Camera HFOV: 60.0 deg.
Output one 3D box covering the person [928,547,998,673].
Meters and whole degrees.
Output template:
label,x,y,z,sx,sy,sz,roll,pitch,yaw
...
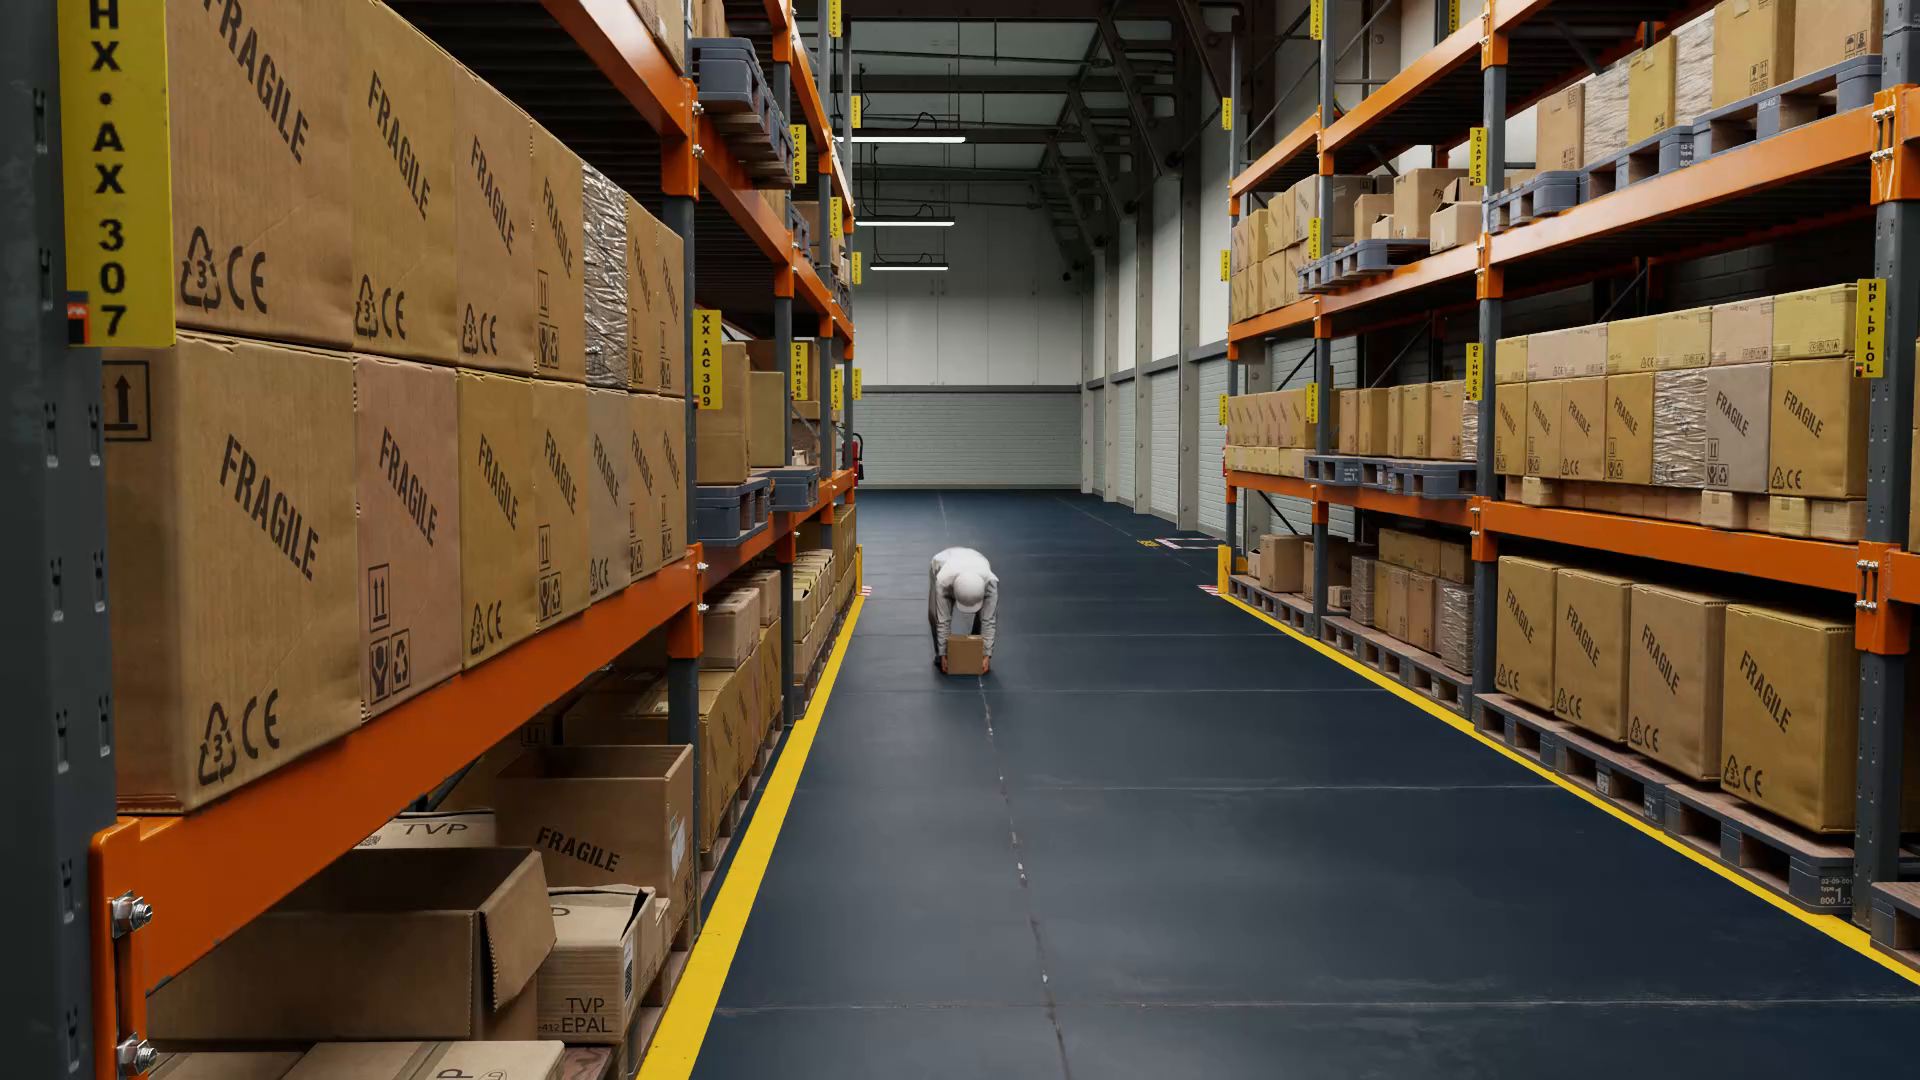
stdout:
label,x,y,z,sx,sy,sz,roll,pitch,yaw
person,0.021,0.500,12.022,0.504,0.873,1.003,0,4,-3
